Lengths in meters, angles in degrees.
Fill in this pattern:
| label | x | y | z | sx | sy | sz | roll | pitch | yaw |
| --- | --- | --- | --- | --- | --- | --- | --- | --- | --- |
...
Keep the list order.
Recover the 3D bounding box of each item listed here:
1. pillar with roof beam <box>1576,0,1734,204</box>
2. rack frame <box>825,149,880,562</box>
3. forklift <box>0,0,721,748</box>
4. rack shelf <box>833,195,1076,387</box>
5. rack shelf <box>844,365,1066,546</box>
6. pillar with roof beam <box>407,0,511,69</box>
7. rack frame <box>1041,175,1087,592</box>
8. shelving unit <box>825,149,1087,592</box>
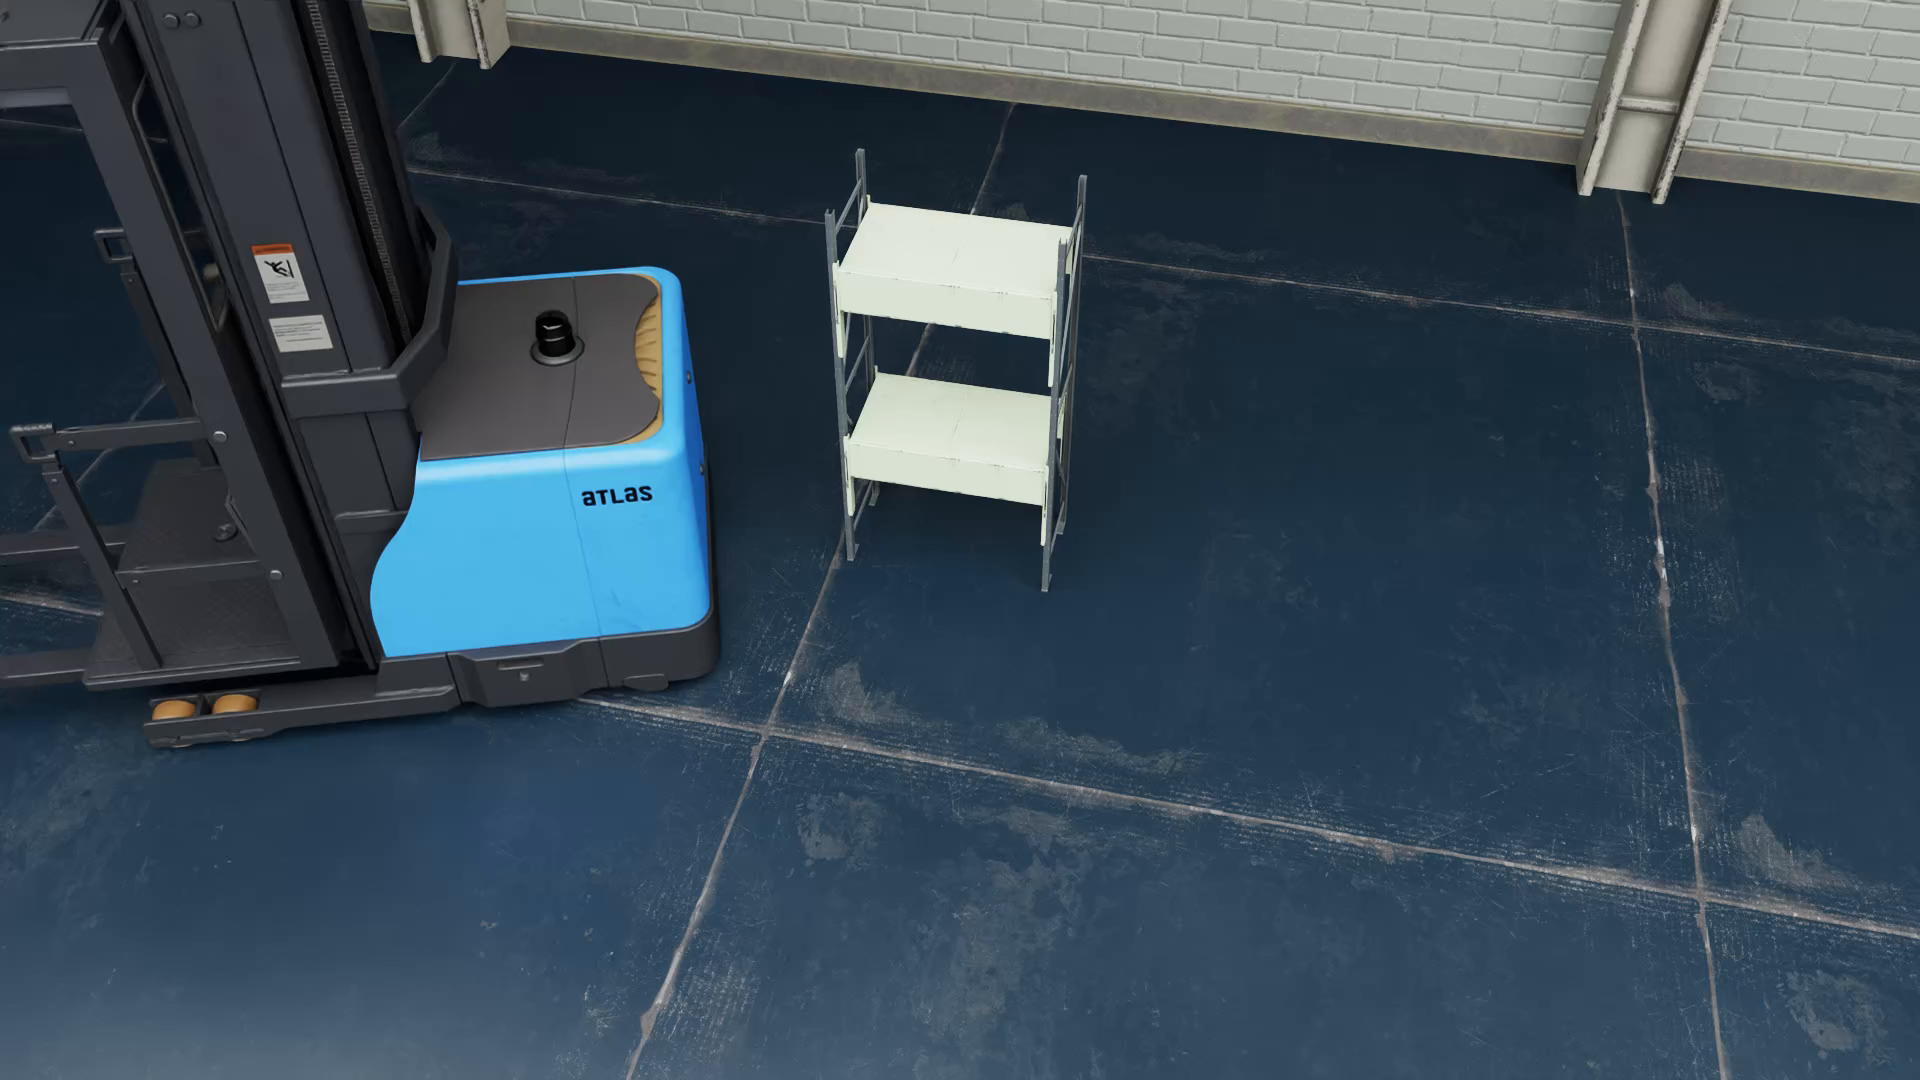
| label | x | y | z | sx | sy | sz | roll | pitch | yaw |
| --- | --- | --- | --- | --- | --- | --- | --- | --- | --- |
| pillar with roof beam | 2.251 | -2.060 | 1.901 | 0.400 | 9.000 | 9.100 | 9 | 45 | 9 |
| rack frame | -0.364 | -0.597 | 5.789 | 0.023 | 1.500 | 0.400 | 9 | 45 | 9 |
| forklift | -2.384 | -0.758 | 4.924 | 3.031 | 2.935 | 1.130 | -5 | 44 | -6 |
| rack shelf | -0.007 | -0.823 | 5.460 | 0.720 | 0.370 | 0.431 | 9 | 45 | 9 |
| rack shelf | -0.007 | -0.306 | 5.957 | 0.720 | 0.370 | 0.431 | 9 | 45 | 9 |
| pillar with roof beam | -3.604 | -2.969 | 2.845 | 0.400 | 9.000 | 9.100 | 9 | 45 | 9 |
| rack frame | 0.351 | -0.486 | 5.673 | 0.023 | 1.500 | 0.400 | 9 | 45 | 9 |
| shelving unit | -0.007 | -0.541 | 5.731 | 0.755 | 1.500 | 0.431 | 9 | 45 | 9 |
